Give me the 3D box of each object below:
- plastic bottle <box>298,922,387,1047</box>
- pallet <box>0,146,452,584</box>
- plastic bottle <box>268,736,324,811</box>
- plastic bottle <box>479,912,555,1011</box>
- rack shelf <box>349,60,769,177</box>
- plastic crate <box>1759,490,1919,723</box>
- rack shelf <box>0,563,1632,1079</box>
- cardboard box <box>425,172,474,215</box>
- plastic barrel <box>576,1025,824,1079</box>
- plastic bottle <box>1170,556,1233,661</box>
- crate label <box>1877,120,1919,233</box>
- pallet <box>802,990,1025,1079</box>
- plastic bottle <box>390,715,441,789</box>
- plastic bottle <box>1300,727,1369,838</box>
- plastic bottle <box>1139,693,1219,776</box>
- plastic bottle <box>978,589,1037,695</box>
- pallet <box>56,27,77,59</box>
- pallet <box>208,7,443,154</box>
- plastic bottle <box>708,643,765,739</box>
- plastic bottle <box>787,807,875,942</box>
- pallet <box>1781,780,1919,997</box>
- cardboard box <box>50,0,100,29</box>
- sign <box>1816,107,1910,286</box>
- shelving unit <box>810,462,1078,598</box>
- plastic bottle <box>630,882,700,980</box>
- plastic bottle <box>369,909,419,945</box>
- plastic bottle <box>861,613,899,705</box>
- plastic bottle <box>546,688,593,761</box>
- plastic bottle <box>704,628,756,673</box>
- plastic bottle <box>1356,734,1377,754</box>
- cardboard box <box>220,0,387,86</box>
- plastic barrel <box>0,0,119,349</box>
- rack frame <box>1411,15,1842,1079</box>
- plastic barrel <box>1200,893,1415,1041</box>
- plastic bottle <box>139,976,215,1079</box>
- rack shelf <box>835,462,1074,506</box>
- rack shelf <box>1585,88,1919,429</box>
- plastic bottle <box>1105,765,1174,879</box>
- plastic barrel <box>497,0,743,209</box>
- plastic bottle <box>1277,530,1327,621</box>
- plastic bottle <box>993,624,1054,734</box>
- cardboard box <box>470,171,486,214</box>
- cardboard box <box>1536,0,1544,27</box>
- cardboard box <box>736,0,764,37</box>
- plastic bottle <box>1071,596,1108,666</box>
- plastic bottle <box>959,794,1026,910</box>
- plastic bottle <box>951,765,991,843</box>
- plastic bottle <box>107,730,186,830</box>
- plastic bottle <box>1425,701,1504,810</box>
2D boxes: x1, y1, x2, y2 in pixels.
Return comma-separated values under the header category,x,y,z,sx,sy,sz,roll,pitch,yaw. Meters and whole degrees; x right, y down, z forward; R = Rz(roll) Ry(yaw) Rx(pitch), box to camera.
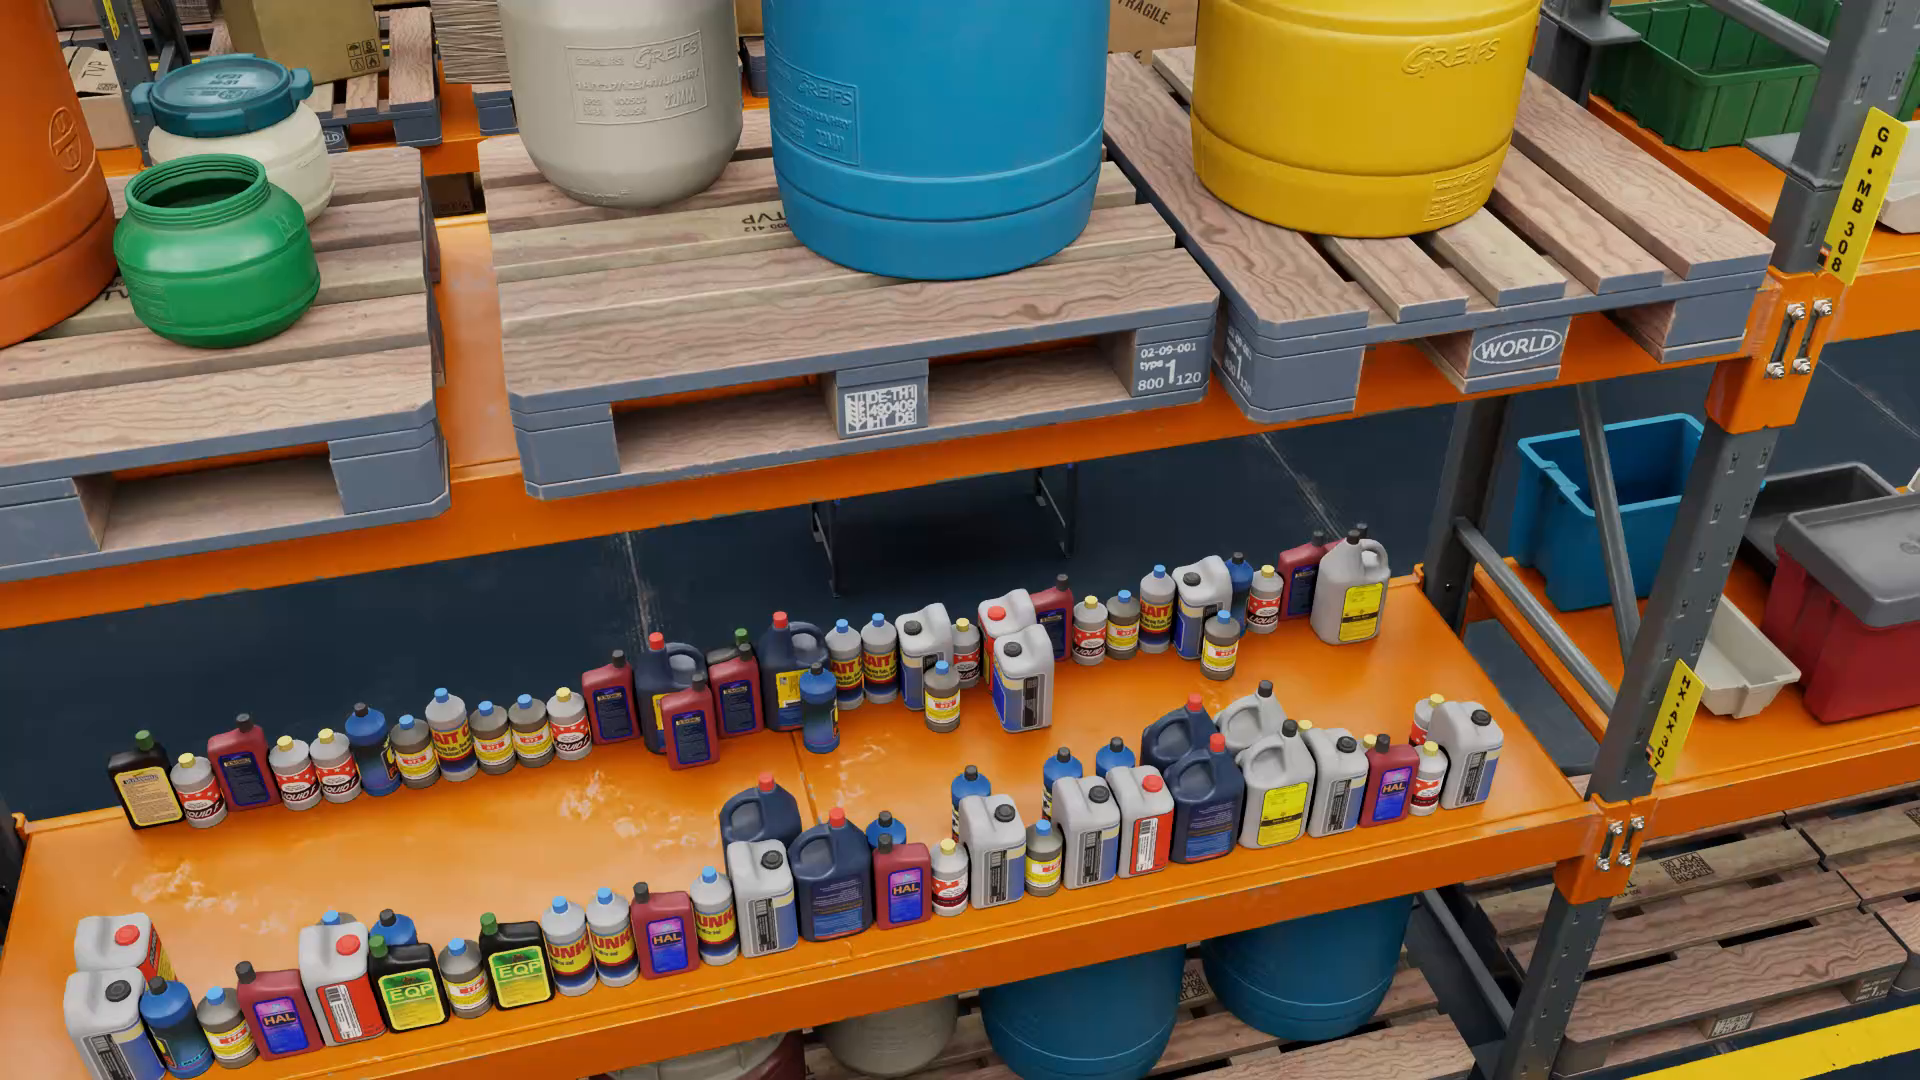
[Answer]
category,x,y,z,sx,sy,sz,roll,pitch,yaw
plastic bottle,-1.346,0.955,3.635,0.135,0.276,0.152,-9,38,-12
pallet,-1.531,-0.323,2.889,1.213,0.211,1.003,-9,38,-12
plastic bottle,-1.677,0.578,4.189,0.097,0.201,0.097,0,37,0
plastic bottle,-0.982,0.921,3.674,0.133,0.283,0.061,-9,38,-12
rack shelf,-1.652,-2.080,8.092,4.000,0.370,1.077,-9,38,-12
plastic crate,2.494,0.180,4.443,0.583,0.464,0.402,-9,38,-12
rack shelf,-0.364,0.827,4.293,4.000,0.370,1.077,-9,38,-12
cardboard box,-2.688,-1.825,8.246,0.500,0.250,0.500,-8,38,-10
plastic barrel,-0.737,1.382,4.613,0.708,0.588,0.600,-9,38,-12
plastic bottle,0.667,0.181,4.647,0.135,0.276,0.152,-9,38,-12
crate label,2.114,-0.771,3.537,0.466,0.136,0.293,-9,38,-12
pallet,-0.369,1.625,4.952,1.213,0.211,1.003,-9,38,-12
plastic bottle,-1.395,0.532,4.249,0.097,0.201,0.097,0,37,0
plastic bottle,0.918,0.583,4.121,0.135,0.276,0.152,-9,38,-12
plastic bottle,0.548,0.526,4.134,0.185,0.351,0.144,-9,38,-12
plastic bottle,0.126,0.270,4.531,0.135,0.276,0.152,-9,38,-12
pallet,-6.808,-3.532,11.693,1.213,0.211,1.003,-9,38,-12
pallet,-2.947,-2.121,7.711,1.003,0.211,1.213,-9,38,-12
plastic bottle,-0.589,0.394,4.362,0.133,0.283,0.061,-9,38,-12
plastic bottle,-0.299,0.756,3.834,0.185,0.351,0.144,-9,38,-12
pallet,3.446,0.997,5.773,1.213,0.211,1.003,-9,38,-12
cardboard box,-6.087,-3.977,11.676,0.500,0.500,0.700,-9,38,-12
sign,1.708,-0.648,3.152,0.005,0.325,0.100,-9,38,-12
shelving unit,-0.082,-0.582,6.777,1.048,1.500,0.538,-9,38,-12
plastic bottle,-0.666,0.869,3.742,0.133,0.283,0.061,-9,38,-12
plastic bottle,-1.243,0.919,3.686,0.097,0.271,0.097,0,37,0
plastic bottle,-0.217,0.311,4.481,0.097,0.271,0.097,0,37,0
plastic bottle,-1.019,0.470,4.330,0.097,0.201,0.097,0,37,0
plastic bottle,-0.605,0.358,4.409,0.133,0.283,0.061,-9,38,-12
plastic bottle,1.021,0.575,4.193,0.097,0.201,0.097,0,37,0
cardboard box,-3.004,-2.421,7.518,0.500,0.500,0.700,-23,43,-27
plastic barrel,-1.746,-0.759,2.606,0.708,0.830,0.600,-9,38,-12
rack frame,1.567,0.224,4.488,0.127,3.000,1.000,-9,38,-12
plastic barrel,1.037,0.967,4.899,0.708,0.901,0.600,-9,38,-12
plastic bottle,-1.674,1.027,3.544,0.097,0.271,0.097,0,37,0
rack shelf,-0.082,-0.439,6.886,1.000,0.185,0.538,-9,38,-12
rack shelf,3.497,-0.998,4.210,4.000,0.370,1.077,-9,38,-12
plastic bottle,0.431,0.663,4.016,0.135,0.276,0.152,-9,38,-12
plastic barrel,-0.623,-0.924,3.062,0.433,0.535,0.433,0,37,0
plastic bottle,0.973,0.099,4.747,0.133,0.283,0.061,-9,38,-12
plastic bottle,0.166,0.359,4.414,0.135,0.276,0.152,-9,38,-12
cardboard box,-2.241,-1.598,8.565,0.500,0.500,0.500,-11,39,-14
cardboard box,2.796,-2.965,8.575,0.500,0.500,0.500,-9,38,-12
cardboard box,-0.884,-2.799,8.012,0.500,0.500,0.700,-4,38,-5
plastic bottle,0.360,0.244,4.626,0.097,0.201,0.097,0,37,0
plastic bottle,0.077,0.721,3.941,0.135,0.276,0.152,-9,38,-12
plastic bottle,0.026,0.653,4.034,0.097,0.271,0.097,0,37,0
plastic bottle,-2.016,0.590,4.106,0.133,0.283,0.061,-9,38,-12
plastic bottle,1.270,0.525,4.197,0.135,0.276,0.152,-9,38,-12
